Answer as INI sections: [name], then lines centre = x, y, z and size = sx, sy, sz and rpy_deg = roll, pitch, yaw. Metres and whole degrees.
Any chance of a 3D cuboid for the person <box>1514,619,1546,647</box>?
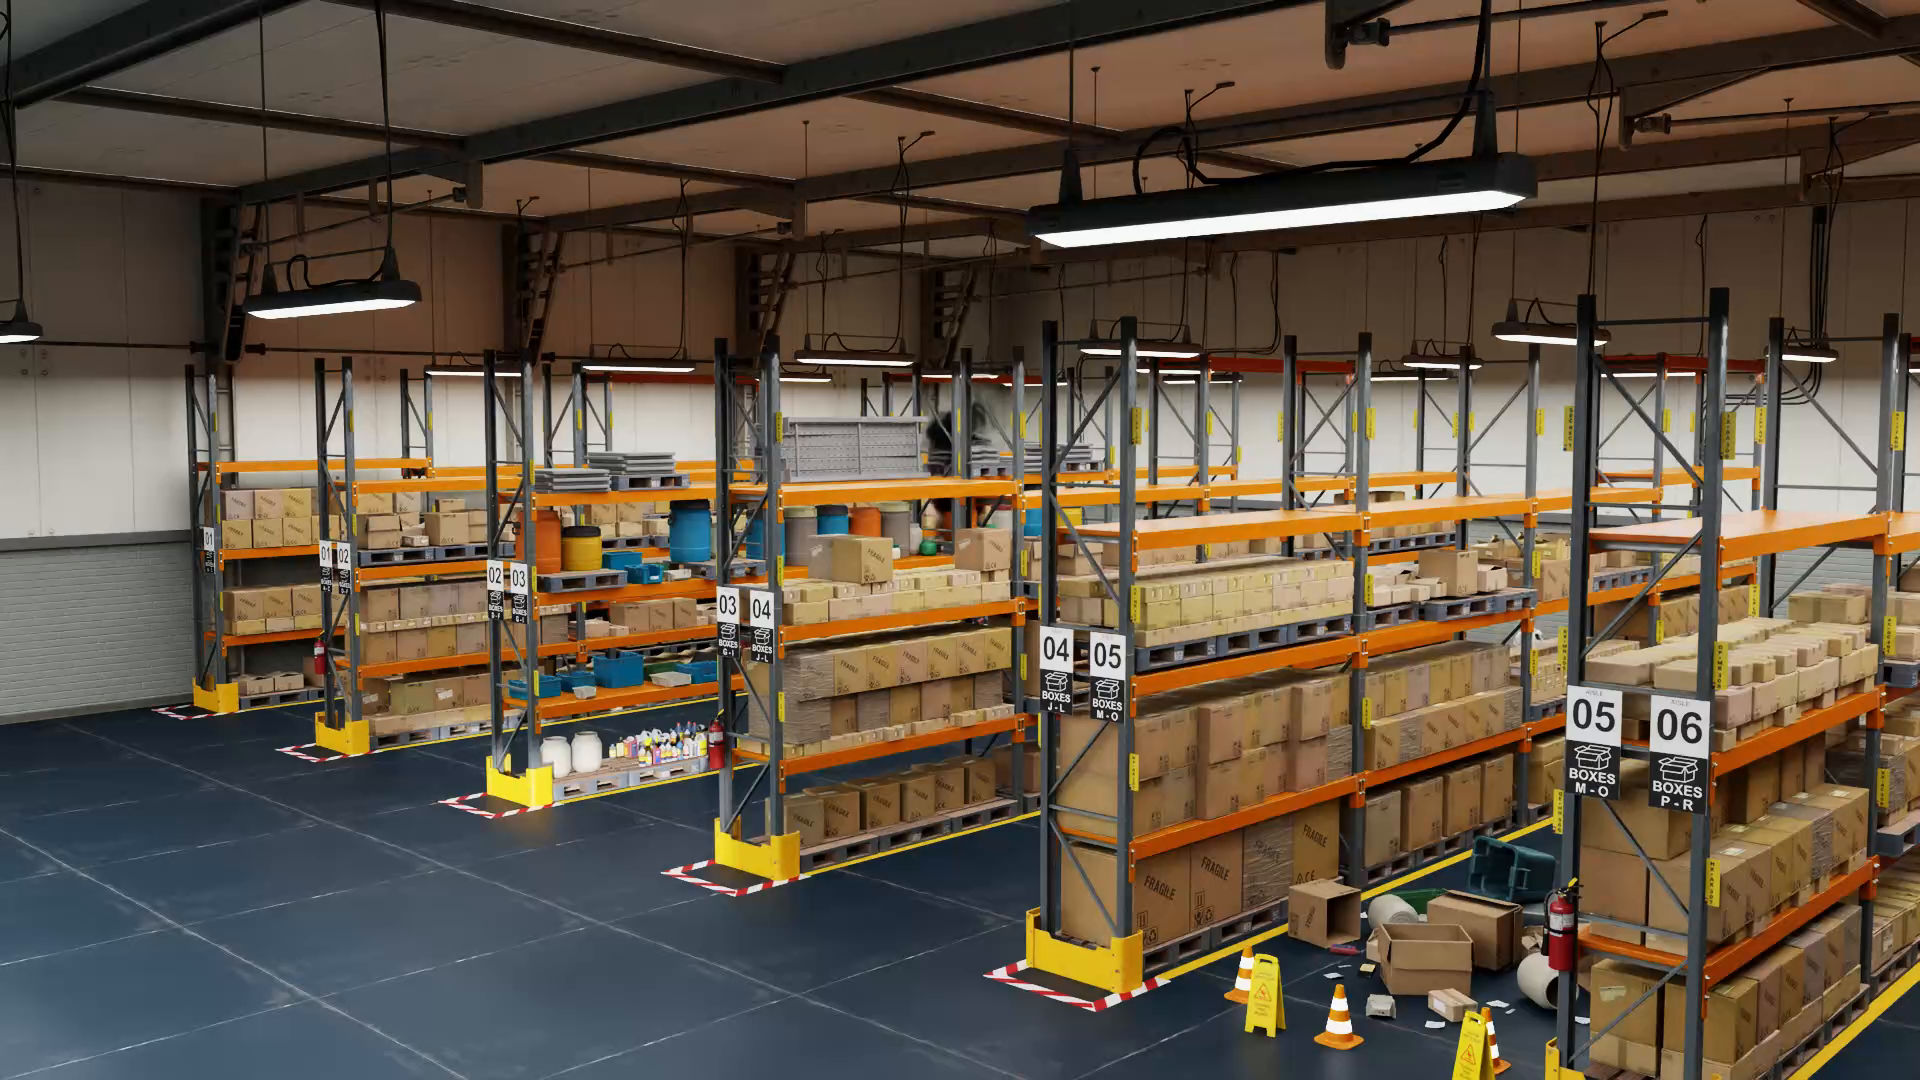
[person]
centre = 10.108, 2.125, 29.295
size = 0.712, 1.611, 0.691
rpy_deg = 1, 4, 12
